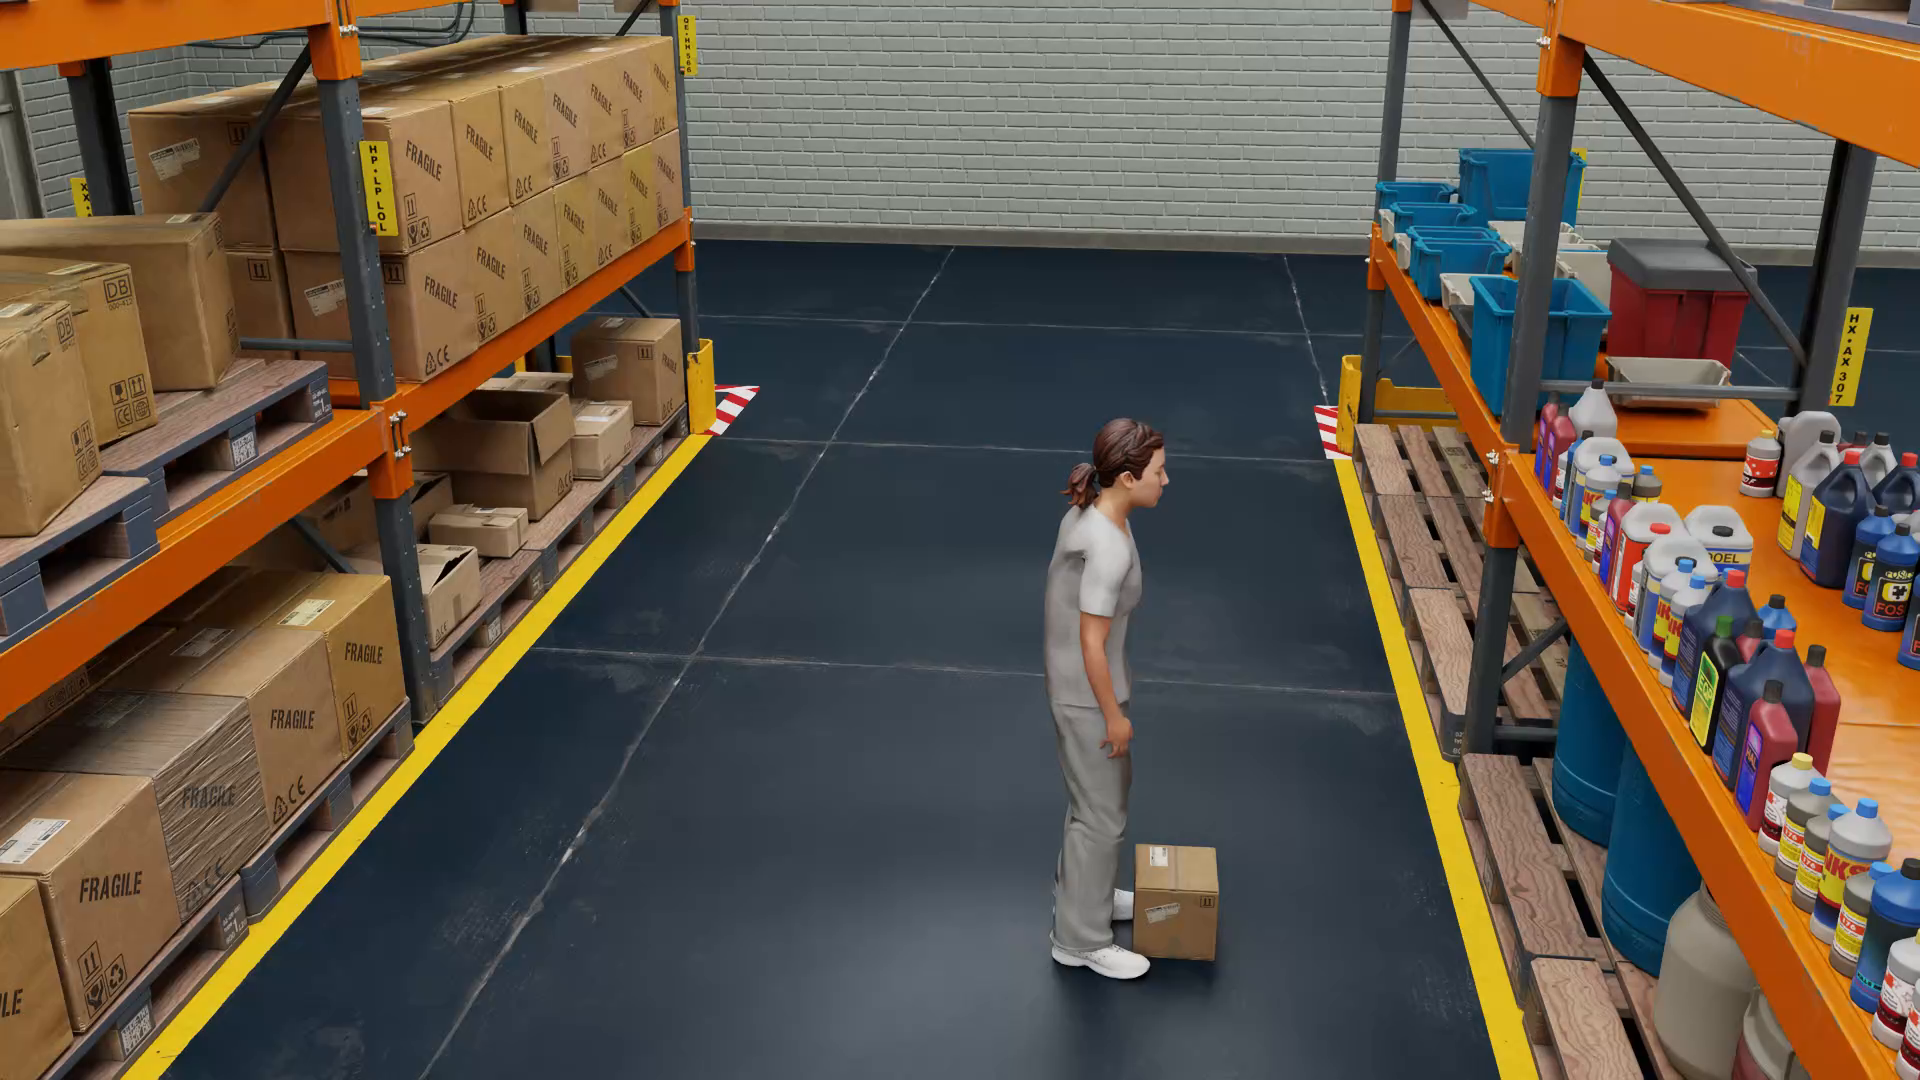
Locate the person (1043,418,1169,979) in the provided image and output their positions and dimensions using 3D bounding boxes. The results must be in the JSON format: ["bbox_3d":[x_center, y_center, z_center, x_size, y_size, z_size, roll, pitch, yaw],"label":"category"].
[{"bbox_3d":[0.420,0.451,4.926,0.352,1.673,0.508,2,21,4],"label":"person"}]
